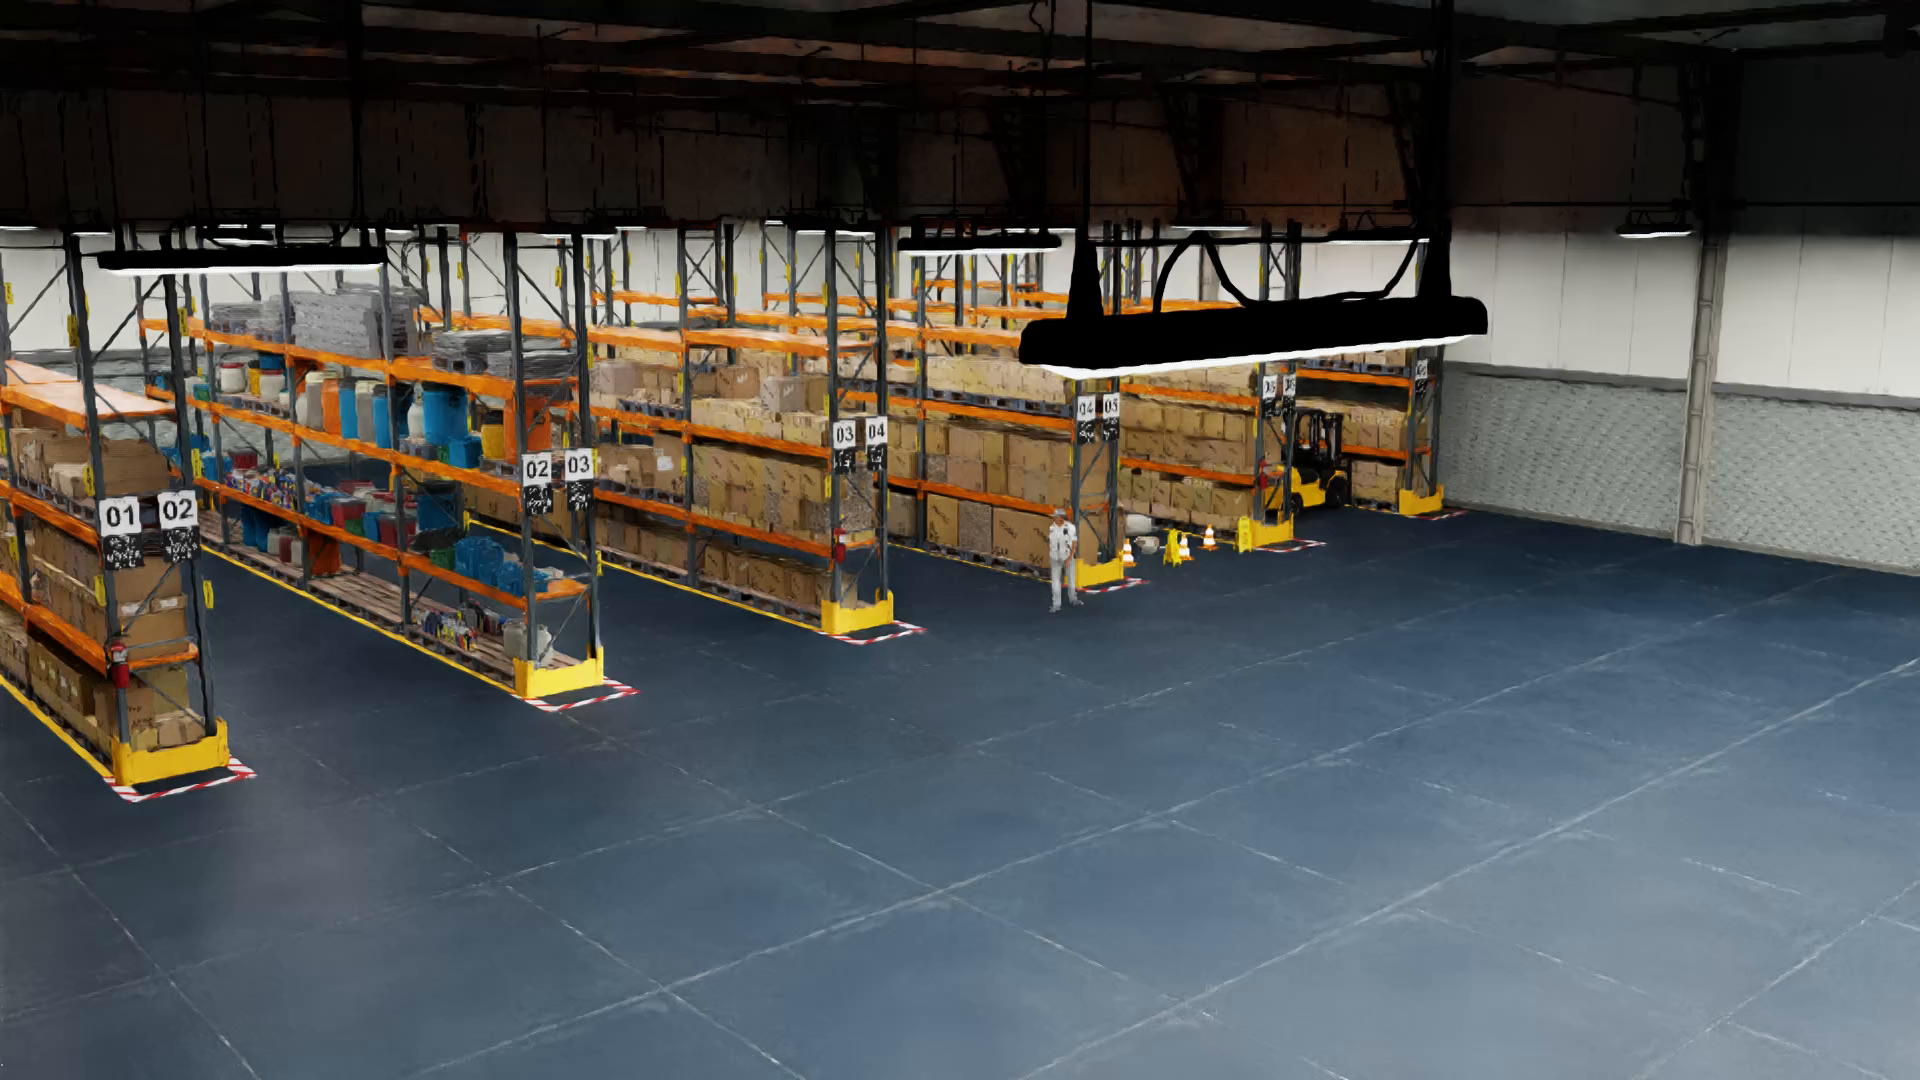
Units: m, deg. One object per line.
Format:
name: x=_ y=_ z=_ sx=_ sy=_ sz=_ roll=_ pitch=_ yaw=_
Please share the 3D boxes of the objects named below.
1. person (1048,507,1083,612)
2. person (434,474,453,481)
person: x=1.651 y=0.281 z=26.322 sx=0.518 sy=1.649 sz=0.685 roll=4 pitch=12 yaw=21
person: x=-9.898 y=-0.890 z=32.171 sx=0.446 sy=1.591 sz=1.110 roll=-11 pitch=16 yaw=-42
